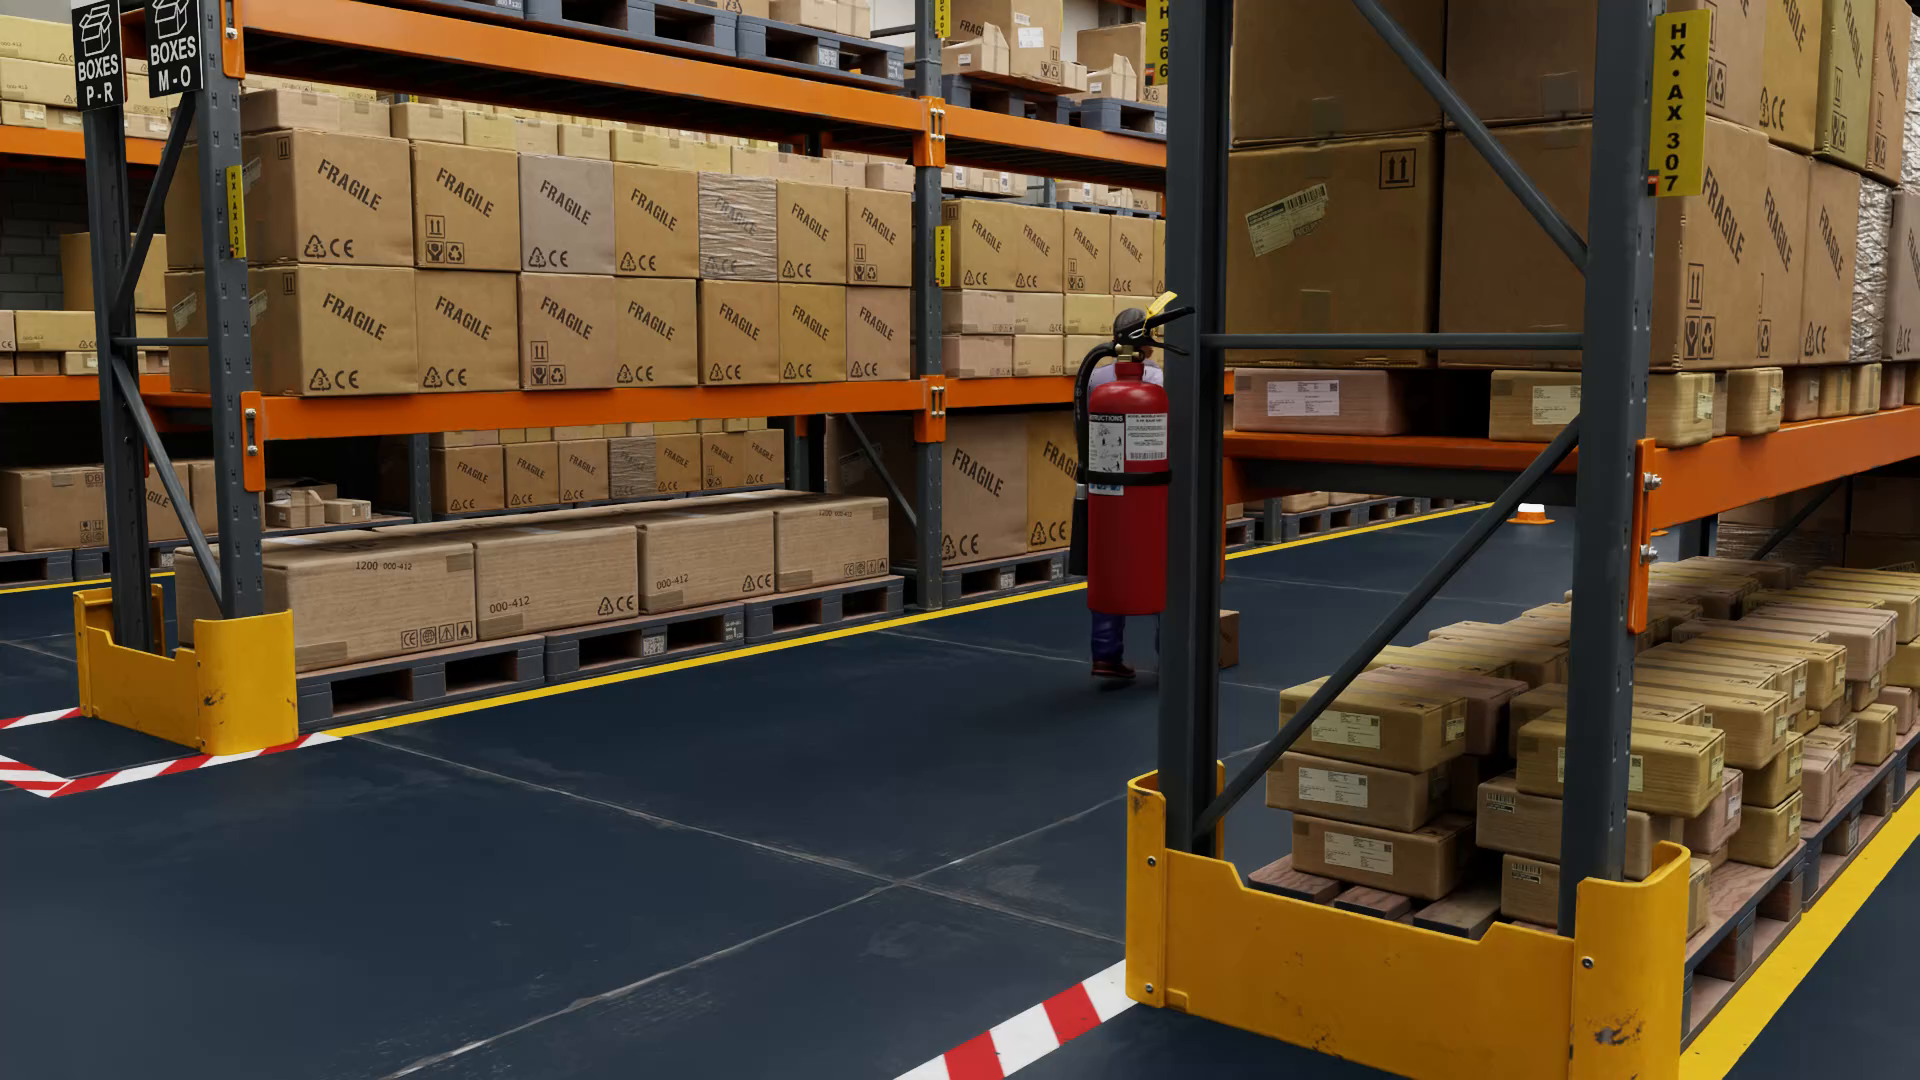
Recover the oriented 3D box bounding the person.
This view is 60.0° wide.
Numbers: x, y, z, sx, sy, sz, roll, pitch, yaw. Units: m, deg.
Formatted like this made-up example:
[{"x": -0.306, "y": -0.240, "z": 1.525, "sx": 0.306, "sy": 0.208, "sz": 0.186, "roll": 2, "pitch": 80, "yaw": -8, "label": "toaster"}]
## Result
[{"x": 0.856, "y": -0.204, "z": 7.366, "sx": 0.636, "sy": 1.628, "sz": 0.729, "roll": 5, "pitch": 8, "yaw": 35, "label": "person"}]
